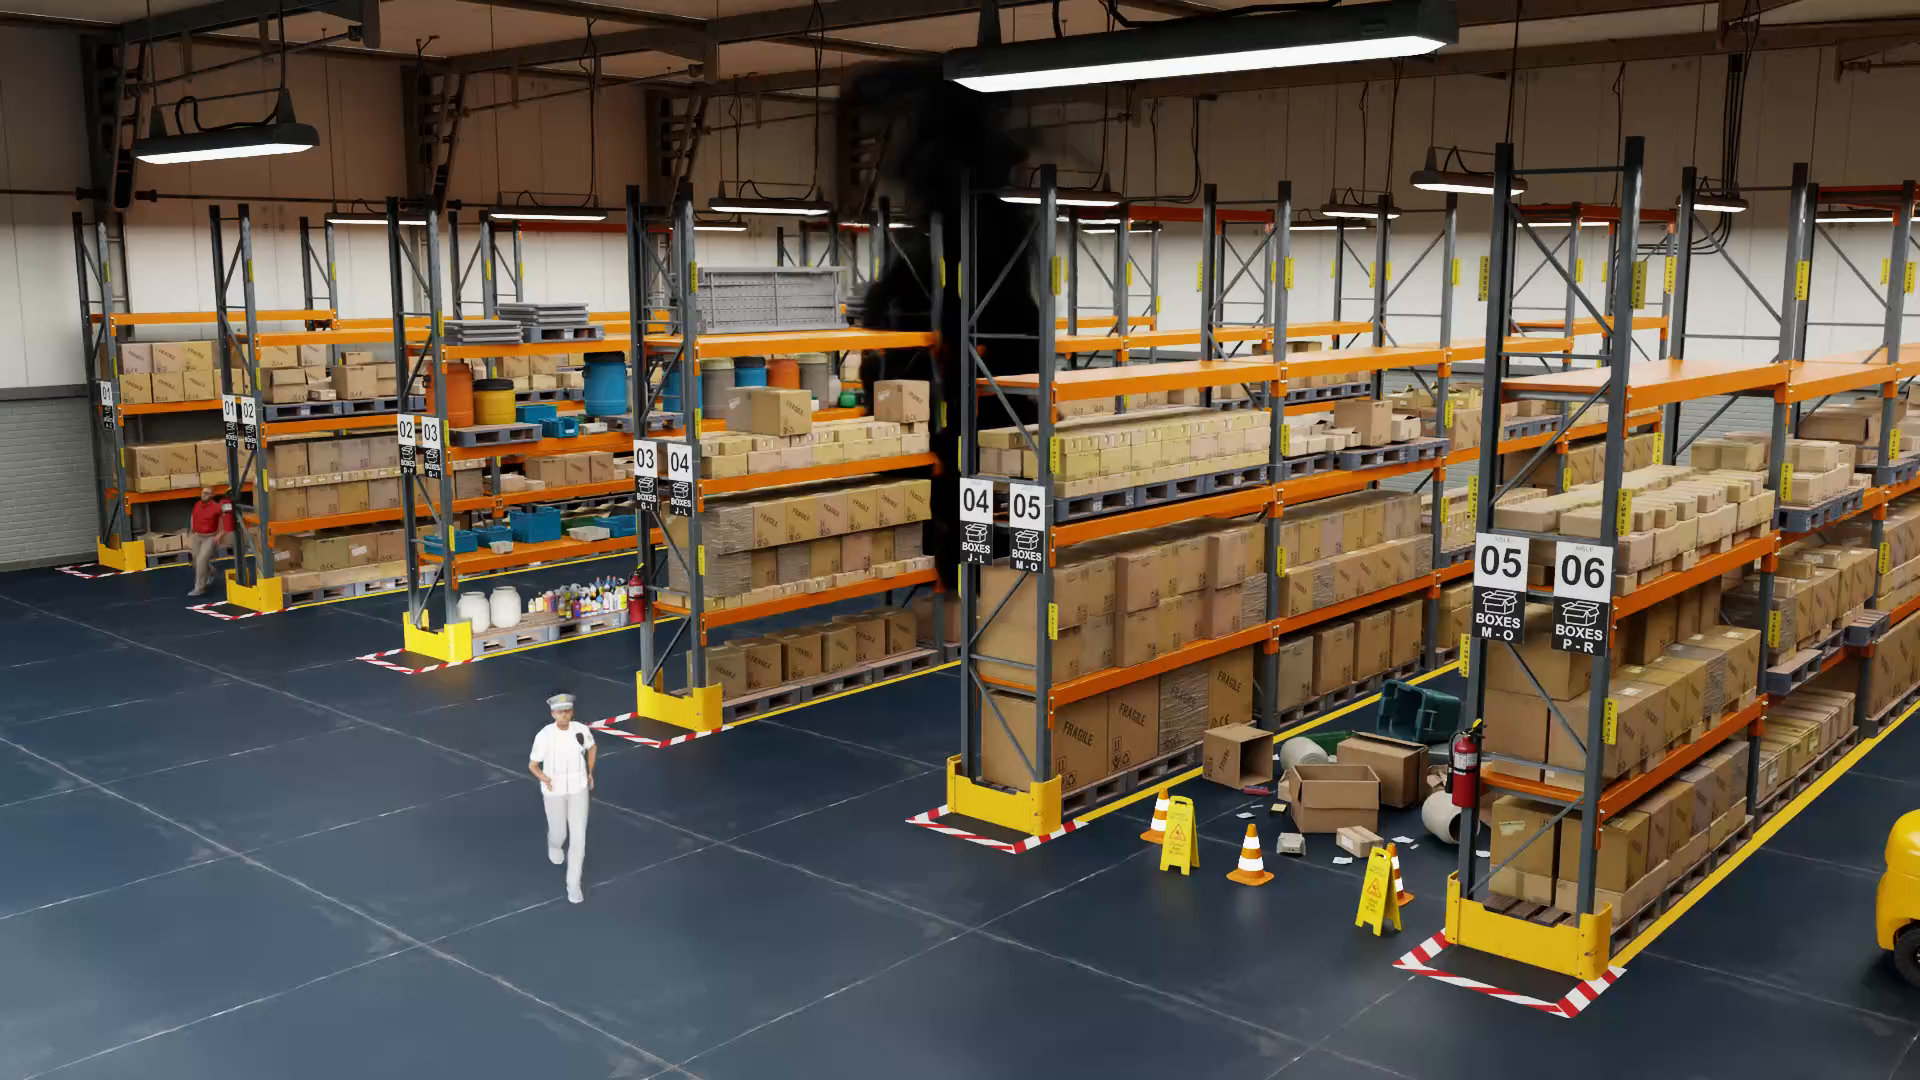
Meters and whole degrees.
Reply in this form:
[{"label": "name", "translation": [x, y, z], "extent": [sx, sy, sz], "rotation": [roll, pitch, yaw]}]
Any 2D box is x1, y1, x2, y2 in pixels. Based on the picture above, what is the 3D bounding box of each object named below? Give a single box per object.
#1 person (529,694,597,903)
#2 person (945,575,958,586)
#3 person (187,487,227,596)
[{"label": "person", "translation": [-3.273, 2.078, 13.802], "extent": [0.581, 1.690, 0.828], "rotation": [-4, 10, -22]}, {"label": "person", "translation": [0.011, -0.229, 25.597], "extent": [0.711, 1.780, 0.923], "rotation": [6, 11, 33]}, {"label": "person", "translation": [-11.811, -0.005, 26.187], "extent": [0.717, 1.693, 0.797], "rotation": [2, 10, 13]}]
